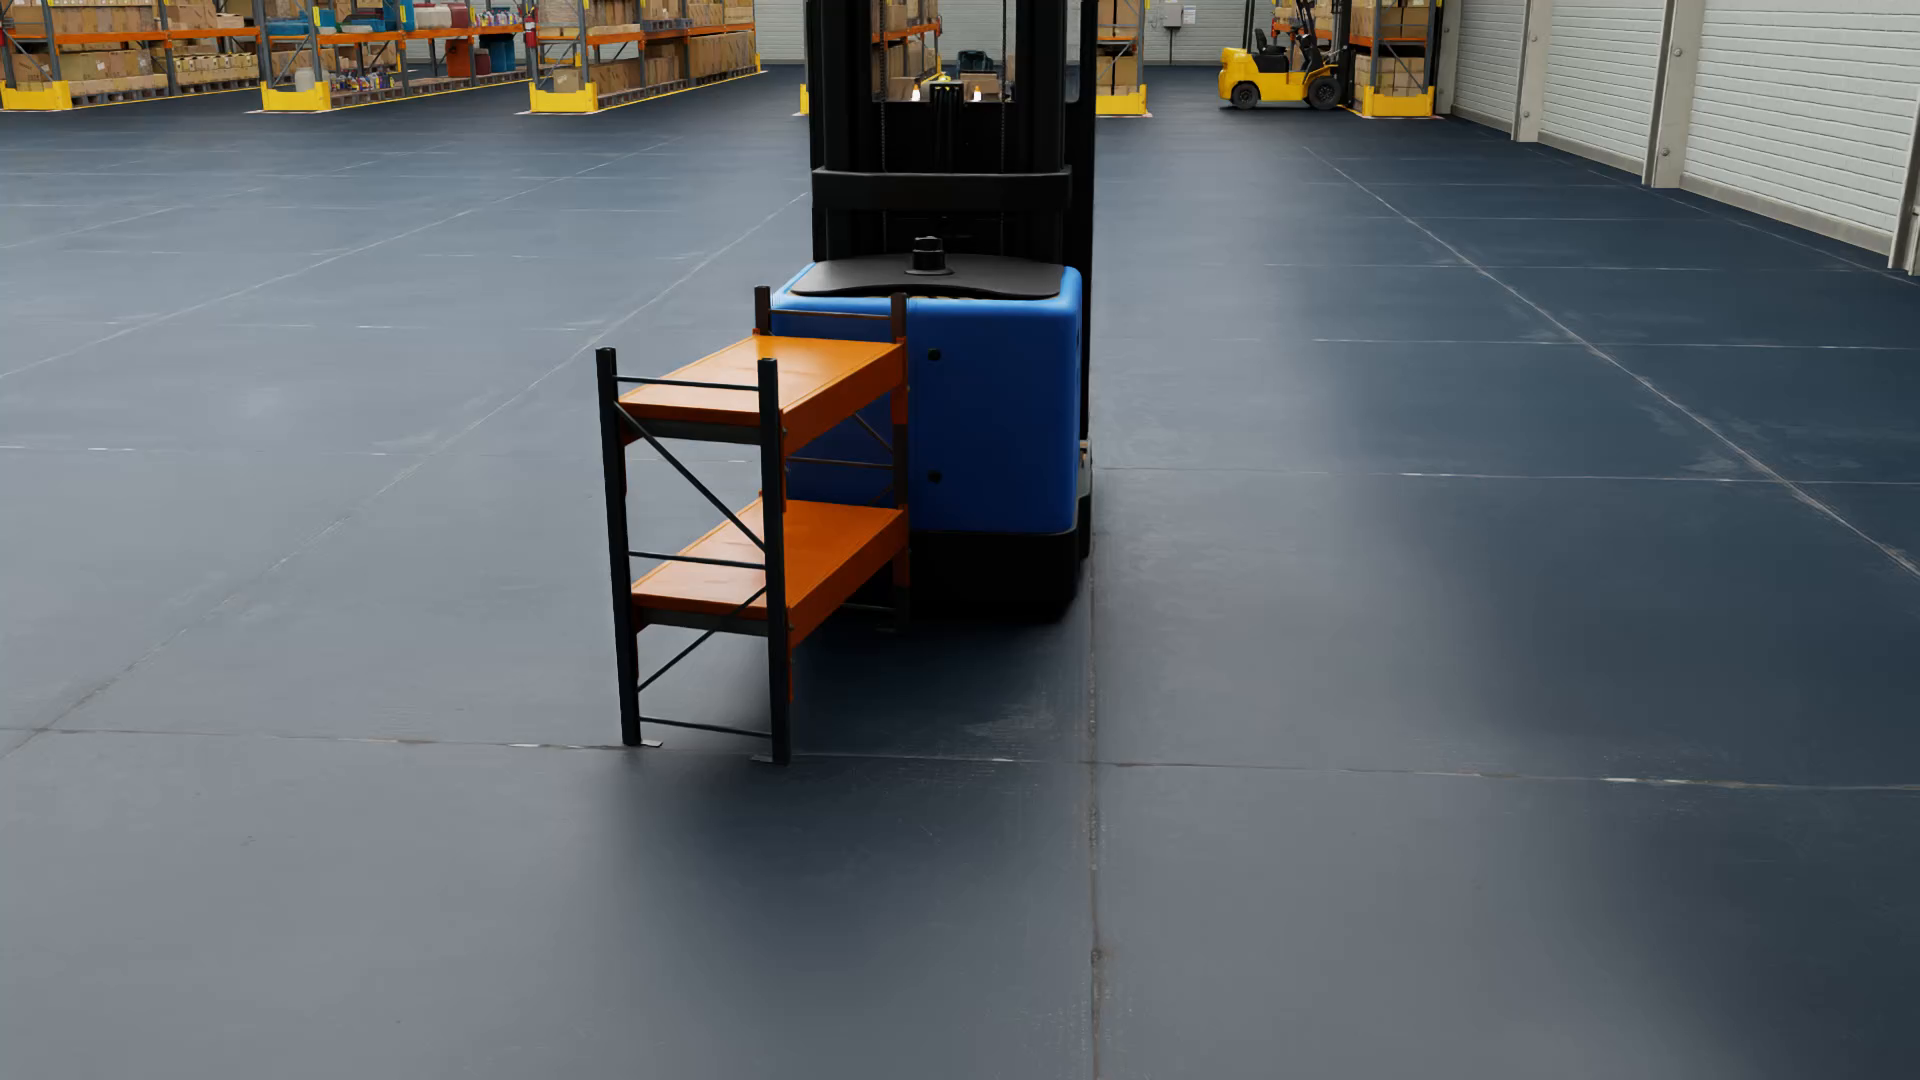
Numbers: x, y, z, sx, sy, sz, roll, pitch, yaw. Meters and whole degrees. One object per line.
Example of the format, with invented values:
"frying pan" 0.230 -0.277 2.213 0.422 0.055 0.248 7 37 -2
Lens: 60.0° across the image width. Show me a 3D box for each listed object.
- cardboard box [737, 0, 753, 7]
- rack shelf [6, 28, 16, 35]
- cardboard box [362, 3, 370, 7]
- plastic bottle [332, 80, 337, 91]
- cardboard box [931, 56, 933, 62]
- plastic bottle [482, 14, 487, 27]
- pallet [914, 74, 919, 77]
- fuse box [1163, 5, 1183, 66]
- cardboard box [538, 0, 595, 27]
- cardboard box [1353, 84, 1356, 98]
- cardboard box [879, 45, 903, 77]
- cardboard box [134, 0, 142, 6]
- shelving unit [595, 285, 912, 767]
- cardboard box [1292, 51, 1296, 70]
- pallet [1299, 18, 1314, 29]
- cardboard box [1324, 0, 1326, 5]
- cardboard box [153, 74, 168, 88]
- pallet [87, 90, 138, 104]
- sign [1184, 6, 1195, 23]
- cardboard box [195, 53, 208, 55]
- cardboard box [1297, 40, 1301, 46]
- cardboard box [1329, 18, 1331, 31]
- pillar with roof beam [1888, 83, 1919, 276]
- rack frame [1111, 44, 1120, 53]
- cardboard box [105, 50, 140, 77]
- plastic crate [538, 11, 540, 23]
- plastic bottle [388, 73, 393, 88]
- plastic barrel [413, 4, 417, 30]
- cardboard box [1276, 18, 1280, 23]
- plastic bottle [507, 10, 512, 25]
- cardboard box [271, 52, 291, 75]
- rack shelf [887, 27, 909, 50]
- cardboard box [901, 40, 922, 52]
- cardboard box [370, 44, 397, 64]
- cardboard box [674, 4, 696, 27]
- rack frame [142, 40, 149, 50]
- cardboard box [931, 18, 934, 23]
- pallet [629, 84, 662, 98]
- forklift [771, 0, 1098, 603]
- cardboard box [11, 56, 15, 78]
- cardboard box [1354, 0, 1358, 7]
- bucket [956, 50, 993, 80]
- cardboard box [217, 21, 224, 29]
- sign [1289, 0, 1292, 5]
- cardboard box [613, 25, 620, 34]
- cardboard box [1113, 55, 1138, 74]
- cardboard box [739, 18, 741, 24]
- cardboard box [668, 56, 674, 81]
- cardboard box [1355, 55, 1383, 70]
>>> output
"cardboard box" -5.811 -14.433 44.211 0.500 0.500 0.500 2 18 5
"rack shelf" -21.576 -11.047 36.476 1.077 0.370 4.000 1 18 4
"cardboard box" -15.790 -13.815 43.608 0.500 0.500 0.500 1 18 3
"plastic bottle" -12.250 -8.888 32.518 0.097 0.201 0.097 0 18 0
"cardboard box" -0.911 -12.515 43.225 0.380 0.149 0.250 2 18 5
"plastic bottle" -11.093 -12.117 38.772 0.061 0.283 0.133 1 18 4
"pallet" -1.524 -10.832 39.142 1.003 0.211 1.213 1 18 4
"fuse box" 6.312 -14.989 49.421 0.539 1.711 0.414 1 18 4
"cardboard box" -7.118 -9.553 30.122 0.875 0.500 0.500 1 18 4
"cardboard box" 7.459 -8.219 30.429 0.500 0.250 0.500 1 18 5
"cardboard box" -1.805 -10.480 36.528 1.050 0.750 0.750 1 18 3
"cardboard box" -16.620 -10.767 33.263 0.380 0.149 0.250 1 18 2
"shelving unit" -0.556 -0.095 4.907 0.538 1.125 1.048 5 19 16
"cardboard box" 8.252 -11.457 39.910 0.500 0.500 0.500 2 18 6
"pallet" 8.203 -11.469 36.915 1.213 0.211 1.003 1 18 4
"cardboard box" 7.891 -11.366 35.092 0.380 0.149 0.250 1 18 5
"cardboard box" -16.594 -9.403 34.043 0.500 0.250 0.500 1 18 4
"pallet" -16.962 -8.708 32.658 1.003 0.211 1.213 1 18 4
"sign" 6.820 -15.610 49.397 0.329 0.494 0.001 1 18 4
"cardboard box" -16.852 -10.741 37.226 0.500 0.311 0.500 1 18 3
"cardboard box" 8.249 -11.864 39.634 0.380 0.149 0.250 0 18 1
"cardboard box" 7.809 -10.506 33.911 0.500 0.250 0.500 1 18 4
"pillar with roof beam" 3.015 -6.416 11.552 9.100 9.000 0.400 1 18 4
"rack frame" 2.986 -10.215 32.781 1.000 3.000 0.127 1 18 4
"cardboard box" -16.673 -9.449 32.979 0.500 0.500 0.500 1 18 4
"plastic crate" -10.972 -13.474 42.820 0.437 0.282 0.530 1 18 4
"plastic bottle" -11.544 -9.308 33.670 0.061 0.283 0.133 2 18 7
"plastic barrel" -11.551 -10.904 34.664 0.433 0.535 0.433 0 18 0
"cardboard box" 8.501 -13.617 43.567 0.380 0.149 0.250 1 18 3
"plastic bottle" -11.004 -12.715 40.490 0.144 0.351 0.185 1 18 4
"cardboard box" -16.142 -11.220 39.155 0.500 0.500 0.500 1 18 2
"rack shelf" -1.815 -10.574 35.030 1.077 0.370 4.000 1 18 4
"cardboard box" -1.186 -11.910 40.089 0.500 0.250 0.500 1 18 2
"cardboard box" -15.712 -13.233 45.297 0.500 0.500 0.500 1 18 4
"cardboard box" -6.305 -11.871 37.674 0.500 0.500 0.500 2 18 6
"rack frame" -21.146 -13.253 42.051 1.000 3.000 0.127 1 18 4
"cardboard box" -0.893 -13.560 43.392 0.380 0.149 0.250 2 18 5
"pallet" -6.844 -9.353 34.628 1.003 0.211 1.213 1 18 4
"forklift" -0.007 -1.595 6.583 1.130 2.935 3.031 2 18 5
"cardboard box" -21.586 -10.649 37.414 0.700 0.500 0.500 1 18 4
"cardboard box" 7.532 -9.971 30.834 0.380 0.149 0.250 1 18 2
"bucket" 0.332 -9.367 33.009 0.726 0.611 0.620 8 10 23
"cardboard box" -16.527 -11.384 36.752 0.380 0.149 0.250 3 18 8
"sign" 7.969 -13.011 39.924 0.100 0.325 0.005 1 18 4
"cardboard box" -6.742 -9.778 31.851 0.380 0.149 0.250 1 18 4
"cardboard box" 3.068 -8.636 30.500 0.500 0.500 0.500 1 18 2
"cardboard box" -5.861 -13.370 42.813 0.380 0.149 0.250 1 18 2
"cardboard box" -6.666 -10.319 36.405 0.700 0.500 0.500 0 18 -1
"cardboard box" 7.430 -8.697 30.283 0.500 0.250 0.500 2 18 5
